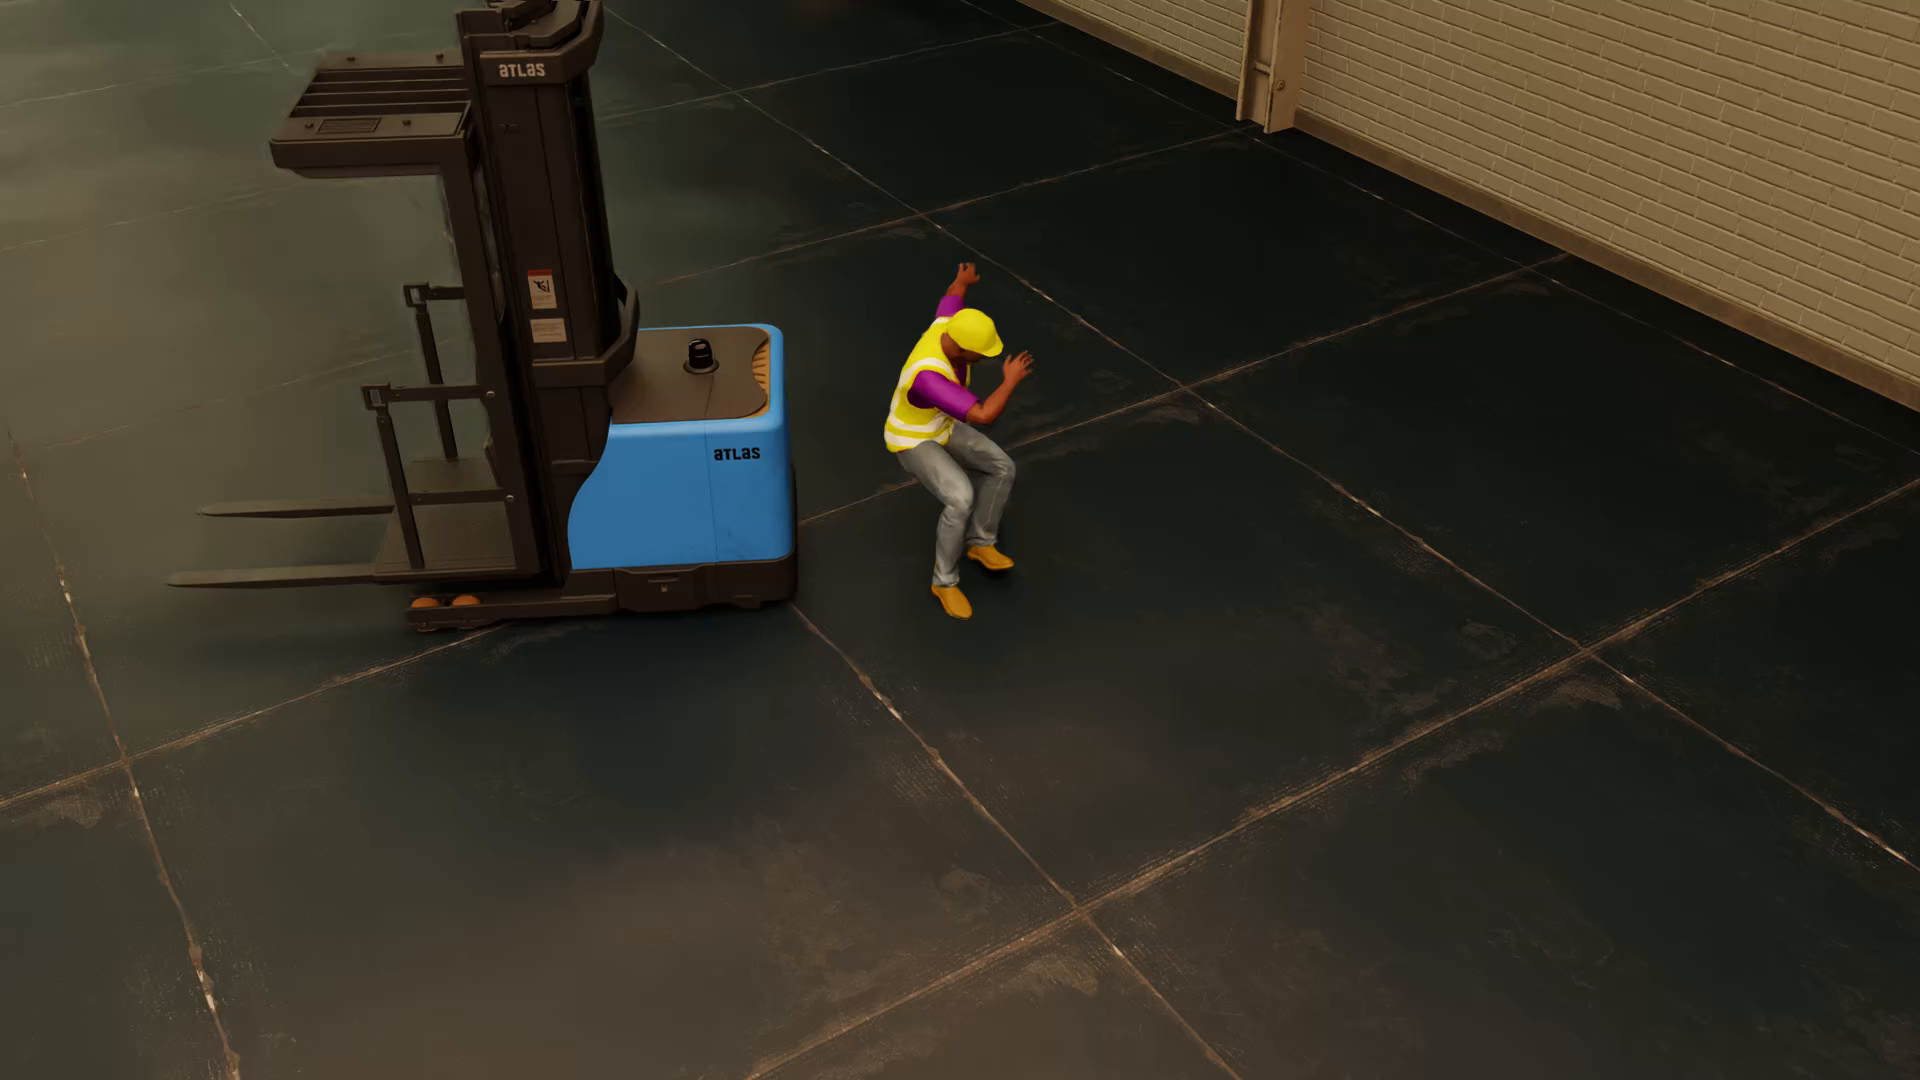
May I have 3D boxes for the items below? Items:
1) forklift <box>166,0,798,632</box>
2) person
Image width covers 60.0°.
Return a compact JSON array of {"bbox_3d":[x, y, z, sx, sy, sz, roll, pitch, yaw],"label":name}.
[{"bbox_3d":[-2.350,-1.073,7.674,3.031,2.935,1.130,-3,35,-4],"label":"forklift"},{"bbox_3d":[0.048,-0.613,8.359,0.727,1.432,1.429,13,37,18],"label":"person"}]
